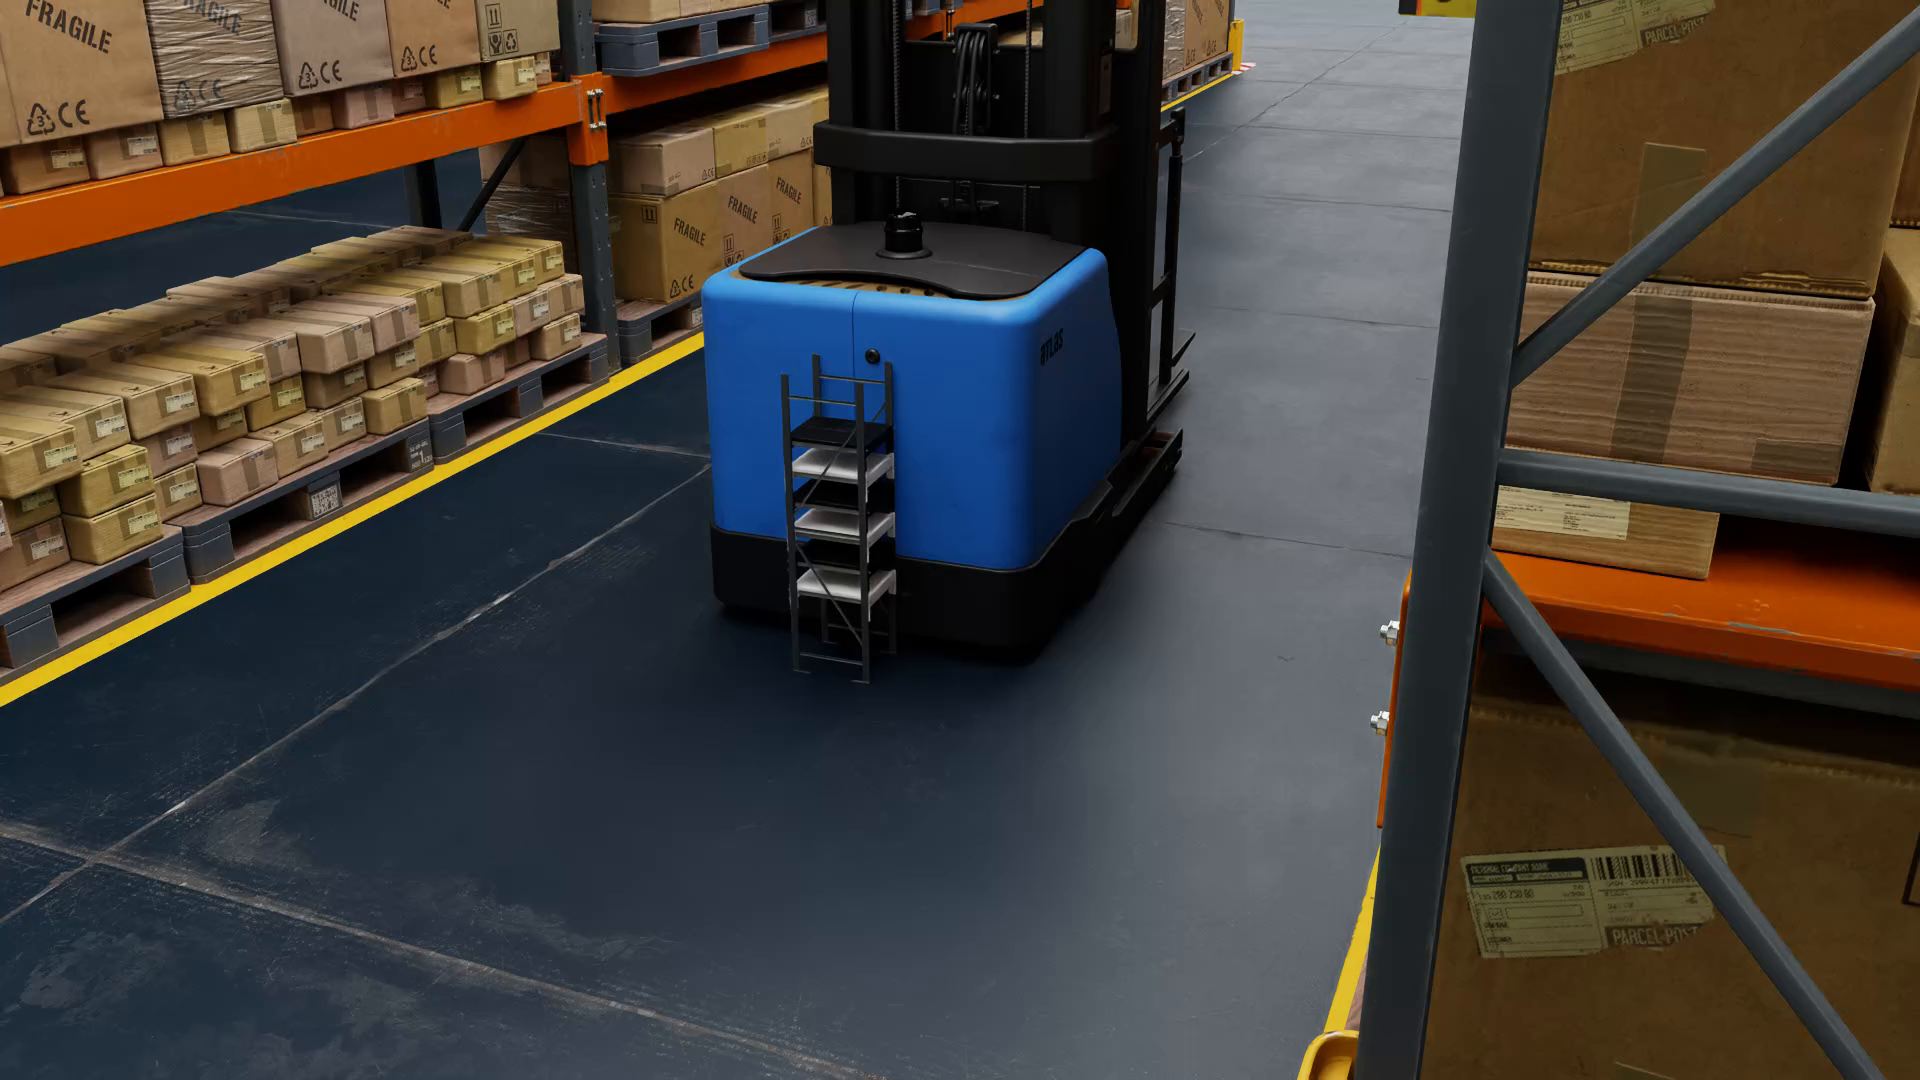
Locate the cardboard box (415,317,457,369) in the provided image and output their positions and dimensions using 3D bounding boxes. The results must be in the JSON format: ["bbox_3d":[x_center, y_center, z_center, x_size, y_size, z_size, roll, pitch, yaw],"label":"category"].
[{"bbox_3d":[-2.208,-0.787,6.510,0.380,0.149,0.250,9,24,21],"label":"cardboard box"}]

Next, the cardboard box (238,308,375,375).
[{"bbox_3d":[-2.336,-0.713,5.948,0.380,0.149,0.250,8,24,18],"label":"cardboard box"}]

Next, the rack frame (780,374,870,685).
[{"bbox_3d":[-0.371,-0.018,4.625,0.240,0.900,0.006,8,24,18],"label":"rack frame"}]

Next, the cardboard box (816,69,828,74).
[{"bbox_3d":[-0.554,-2.738,10.138,0.500,0.250,0.500,8,24,19],"label":"cardboard box"}]

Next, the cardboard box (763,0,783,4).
[{"bbox_3d":[-1.074,-2.725,8.163,0.380,0.149,0.250,8,24,18],"label":"cardboard box"}]

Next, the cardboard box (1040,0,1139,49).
[{"bbox_3d":[1.241,-4.493,14.827,0.875,0.875,0.875,9,24,21],"label":"cardboard box"}]

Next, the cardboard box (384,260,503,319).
[{"bbox_3d":[-2.064,-1.003,6.642,0.380,0.149,0.250,9,24,20],"label":"cardboard box"}]

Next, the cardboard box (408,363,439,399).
[{"bbox_3d":[-2.282,-0.630,6.520,0.380,0.149,0.250,8,24,19],"label":"cardboard box"}]

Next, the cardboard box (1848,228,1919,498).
[{"bbox_3d":[1.481,-0.226,2.207,0.500,0.250,0.500,8,24,19],"label":"cardboard box"}]

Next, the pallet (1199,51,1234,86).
[{"bbox_3d":[2.204,-4.912,17.237,1.003,0.211,1.213,9,24,20],"label":"pallet"}]

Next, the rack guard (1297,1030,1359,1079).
[{"bbox_3d":[1.043,1.138,2.378,1.175,0.500,0.348,9,24,20],"label":"rack guard"}]

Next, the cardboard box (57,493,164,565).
[{"bbox_3d":[-2.720,-0.062,5.160,0.380,0.149,0.250,9,24,21],"label":"cardboard box"}]

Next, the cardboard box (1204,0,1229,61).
[{"bbox_3d":[2.237,-5.458,17.136,0.875,0.875,0.875,9,24,20],"label":"cardboard box"}]

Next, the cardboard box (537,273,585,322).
[{"bbox_3d":[-1.851,-1.059,7.163,0.380,0.149,0.250,9,24,21],"label":"cardboard box"}]

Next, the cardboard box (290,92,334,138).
[{"bbox_3d":[-2.403,-1.482,5.732,0.380,0.149,0.250,8,24,19],"label":"cardboard box"}]

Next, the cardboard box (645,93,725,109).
[{"bbox_3d":[-1.601,-2.264,9.005,0.500,0.250,0.500,8,24,18],"label":"cardboard box"}]

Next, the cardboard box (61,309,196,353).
[{"bbox_3d":[-2.954,-0.706,5.930,0.380,0.149,0.250,9,24,20],"label":"cardboard box"}]

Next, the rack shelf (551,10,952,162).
[{"bbox_3d":[-1.286,-2.586,8.982,1.077,0.370,4.000,9,24,20],"label":"rack shelf"}]

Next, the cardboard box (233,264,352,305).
[{"bbox_3d":[-2.631,-0.977,6.580,0.380,0.149,0.250,8,24,19],"label":"cardboard box"}]

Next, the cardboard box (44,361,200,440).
[{"bbox_3d":[-2.675,-0.449,5.314,0.380,0.149,0.250,10,25,22],"label":"cardboard box"}]

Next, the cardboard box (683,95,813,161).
[{"bbox_3d":[-1.121,-2.188,8.822,0.500,0.250,0.500,10,25,22],"label":"cardboard box"}]

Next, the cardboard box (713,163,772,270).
[{"bbox_3d":[-1.314,-1.659,8.527,0.500,0.500,0.500,10,25,22],"label":"cardboard box"}]

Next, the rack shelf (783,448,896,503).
[{"bbox_3d":[-0.336,-0.190,4.657,0.258,0.077,0.200,8,24,18],"label":"rack shelf"}]

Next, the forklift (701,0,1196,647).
[{"bbox_3d":[0.214,-1.580,5.731,1.130,2.935,3.031,8,24,18],"label":"forklift"}]

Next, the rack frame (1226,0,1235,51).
[{"bbox_3d":[2.428,-6.496,17.411,1.000,3.000,0.127,9,24,20],"label":"rack frame"}]

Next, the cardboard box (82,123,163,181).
[{"bbox_3d":[-2.674,-1.200,5.056,0.380,0.149,0.250,8,24,19],"label":"cardboard box"}]

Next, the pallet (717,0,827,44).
[{"bbox_3d":[-1.241,-2.831,8.884,1.003,0.211,1.213,9,24,20],"label":"pallet"}]

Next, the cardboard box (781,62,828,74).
[{"bbox_3d":[-1.025,-2.808,10.306,0.500,0.250,0.500,8,24,18],"label":"cardboard box"}]

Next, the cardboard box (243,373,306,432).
[{"bbox_3d":[-2.541,-0.510,5.848,0.380,0.149,0.250,10,25,23],"label":"cardboard box"}]

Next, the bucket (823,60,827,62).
[{"bbox_3d":[-1.148,-4.635,15.229,0.726,0.611,0.620,19,39,38],"label":"bucket"}]

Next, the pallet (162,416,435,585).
[{"bbox_3d":[-2.698,-0.232,6.031,1.003,0.211,1.213,9,24,20],"label":"pallet"}]

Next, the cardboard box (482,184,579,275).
[{"bbox_3d":[-1.988,-1.543,8.252,0.500,0.500,0.500,8,24,19],"label":"cardboard box"}]

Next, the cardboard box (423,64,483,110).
[{"bbox_3d":[-2.067,-1.756,6.387,0.380,0.149,0.250,10,25,22],"label":"cardboard box"}]

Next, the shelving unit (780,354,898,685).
[{"bbox_3d":[-0.336,-0.055,4.713,0.258,0.900,0.210,8,24,18],"label":"shelving unit"}]

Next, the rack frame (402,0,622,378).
[{"bbox_3d":[-2.029,-2.202,7.130,1.000,3.000,0.127,9,24,20],"label":"rack frame"}]

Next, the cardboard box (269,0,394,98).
[{"bbox_3d":[-2.327,-1.809,5.672,0.500,0.500,0.500,9,24,20],"label":"cardboard box"}]

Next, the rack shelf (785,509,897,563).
[{"bbox_3d":[-0.336,-0.024,4.726,0.258,0.077,0.200,8,24,18],"label":"rack shelf"}]

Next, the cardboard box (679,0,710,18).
[{"bbox_3d":[-1.358,-2.455,7.517,0.380,0.149,0.250,9,24,21],"label":"cardboard box"}]

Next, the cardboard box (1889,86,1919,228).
[{"bbox_3d":[1.667,-0.751,2.491,0.500,0.500,0.500,8,24,19],"label":"cardboard box"}]

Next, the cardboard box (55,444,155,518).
[{"bbox_3d":[-2.723,-0.203,5.113,0.380,0.149,0.250,10,25,22],"label":"cardboard box"}]

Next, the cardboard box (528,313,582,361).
[{"bbox_3d":[-1.859,-0.891,7.146,0.380,0.149,0.250,9,24,21],"label":"cardboard box"}]

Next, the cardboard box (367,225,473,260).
[{"bbox_3d":[-2.350,-1.261,7.260,0.380,0.149,0.250,10,25,22],"label":"cardboard box"}]

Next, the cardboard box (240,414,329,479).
[{"bbox_3d":[-2.461,-0.346,5.841,0.380,0.149,0.250,9,24,20],"label":"cardboard box"}]

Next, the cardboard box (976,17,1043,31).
[{"bbox_3d":[0.433,-3.641,12.949,1.050,0.750,0.750,9,24,20],"label":"cardboard box"}]

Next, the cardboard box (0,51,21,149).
[{"bbox_3d":[-2.917,-1.270,4.384,0.500,0.500,0.500,9,24,20],"label":"cardboard box"}]
